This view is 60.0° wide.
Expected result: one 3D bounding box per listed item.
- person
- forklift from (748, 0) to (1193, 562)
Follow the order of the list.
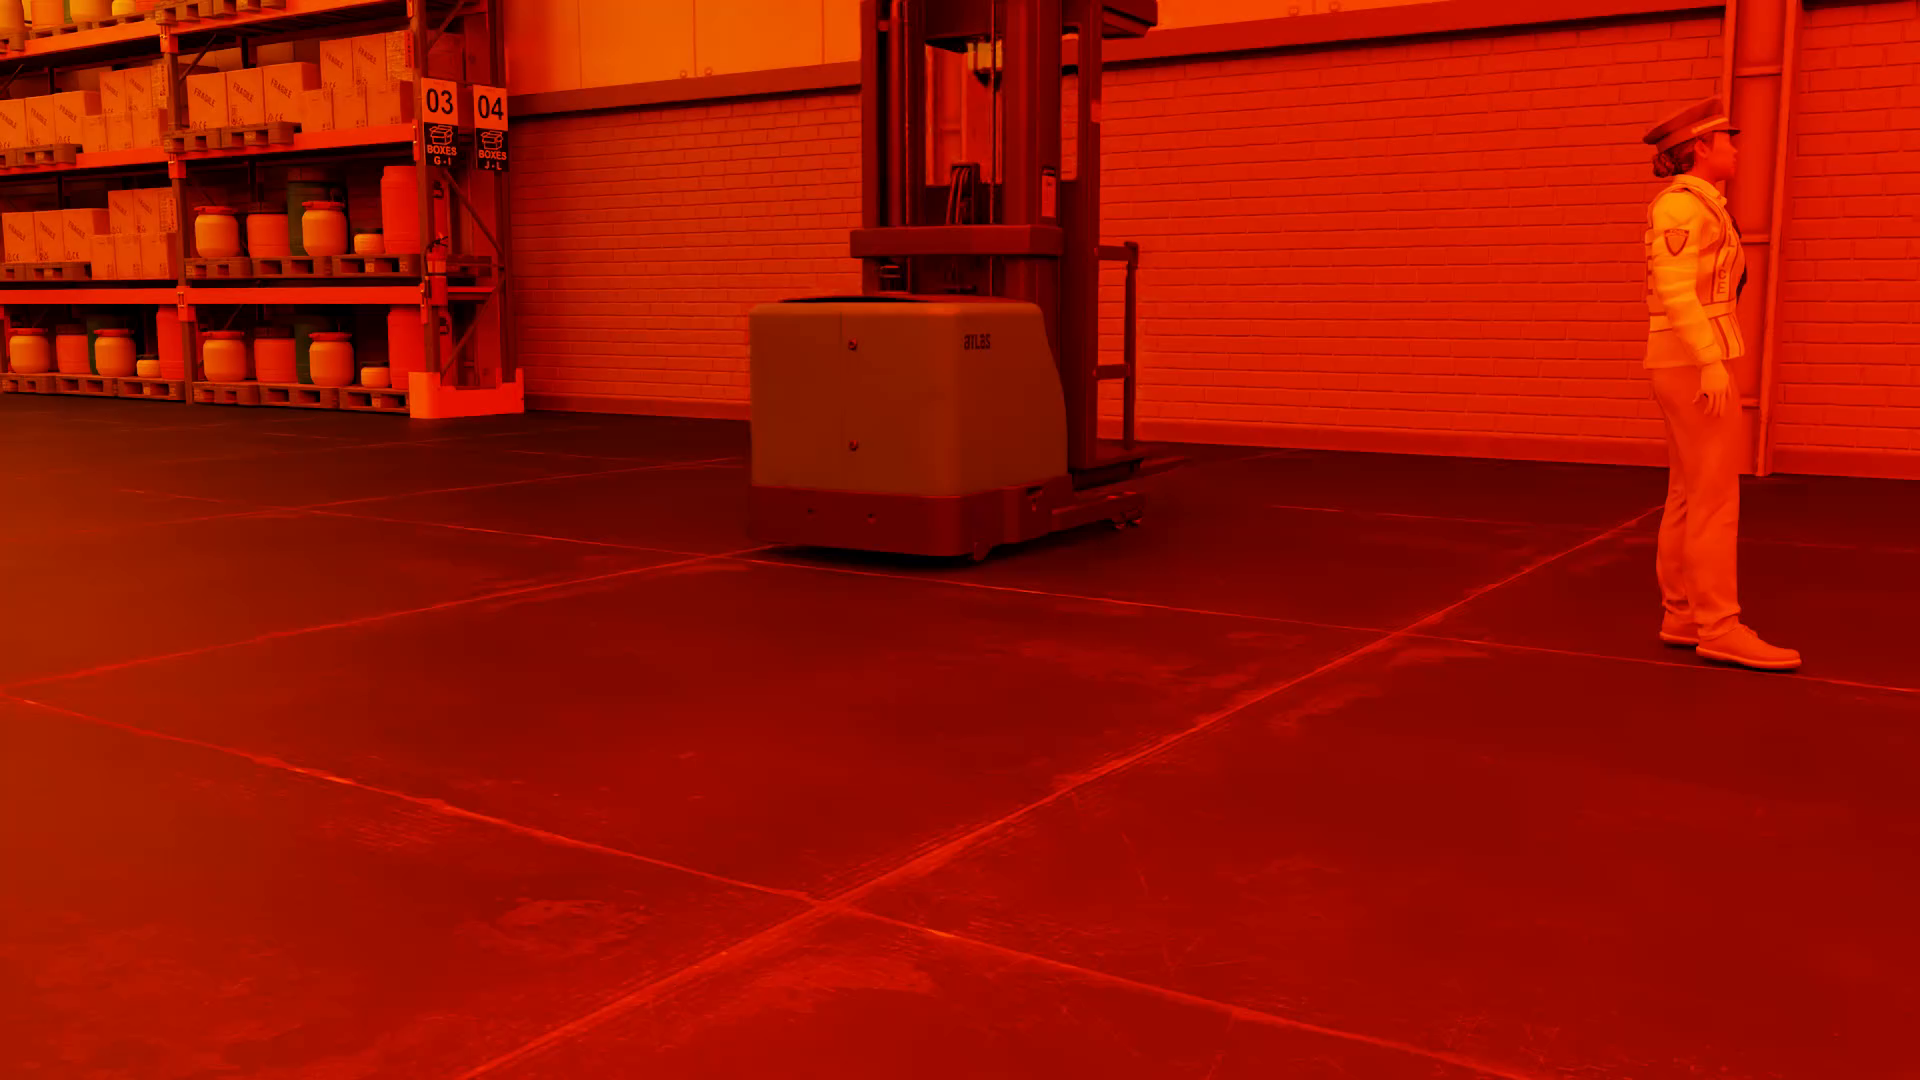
[{"bbox_3d":[2.327,-0.505,5.083,0.530,1.694,0.587,4,9,25],"label":"person"},{"bbox_3d":[0.260,-1.530,7.951,1.130,2.935,3.031,5,9,29],"label":"forklift"}]
